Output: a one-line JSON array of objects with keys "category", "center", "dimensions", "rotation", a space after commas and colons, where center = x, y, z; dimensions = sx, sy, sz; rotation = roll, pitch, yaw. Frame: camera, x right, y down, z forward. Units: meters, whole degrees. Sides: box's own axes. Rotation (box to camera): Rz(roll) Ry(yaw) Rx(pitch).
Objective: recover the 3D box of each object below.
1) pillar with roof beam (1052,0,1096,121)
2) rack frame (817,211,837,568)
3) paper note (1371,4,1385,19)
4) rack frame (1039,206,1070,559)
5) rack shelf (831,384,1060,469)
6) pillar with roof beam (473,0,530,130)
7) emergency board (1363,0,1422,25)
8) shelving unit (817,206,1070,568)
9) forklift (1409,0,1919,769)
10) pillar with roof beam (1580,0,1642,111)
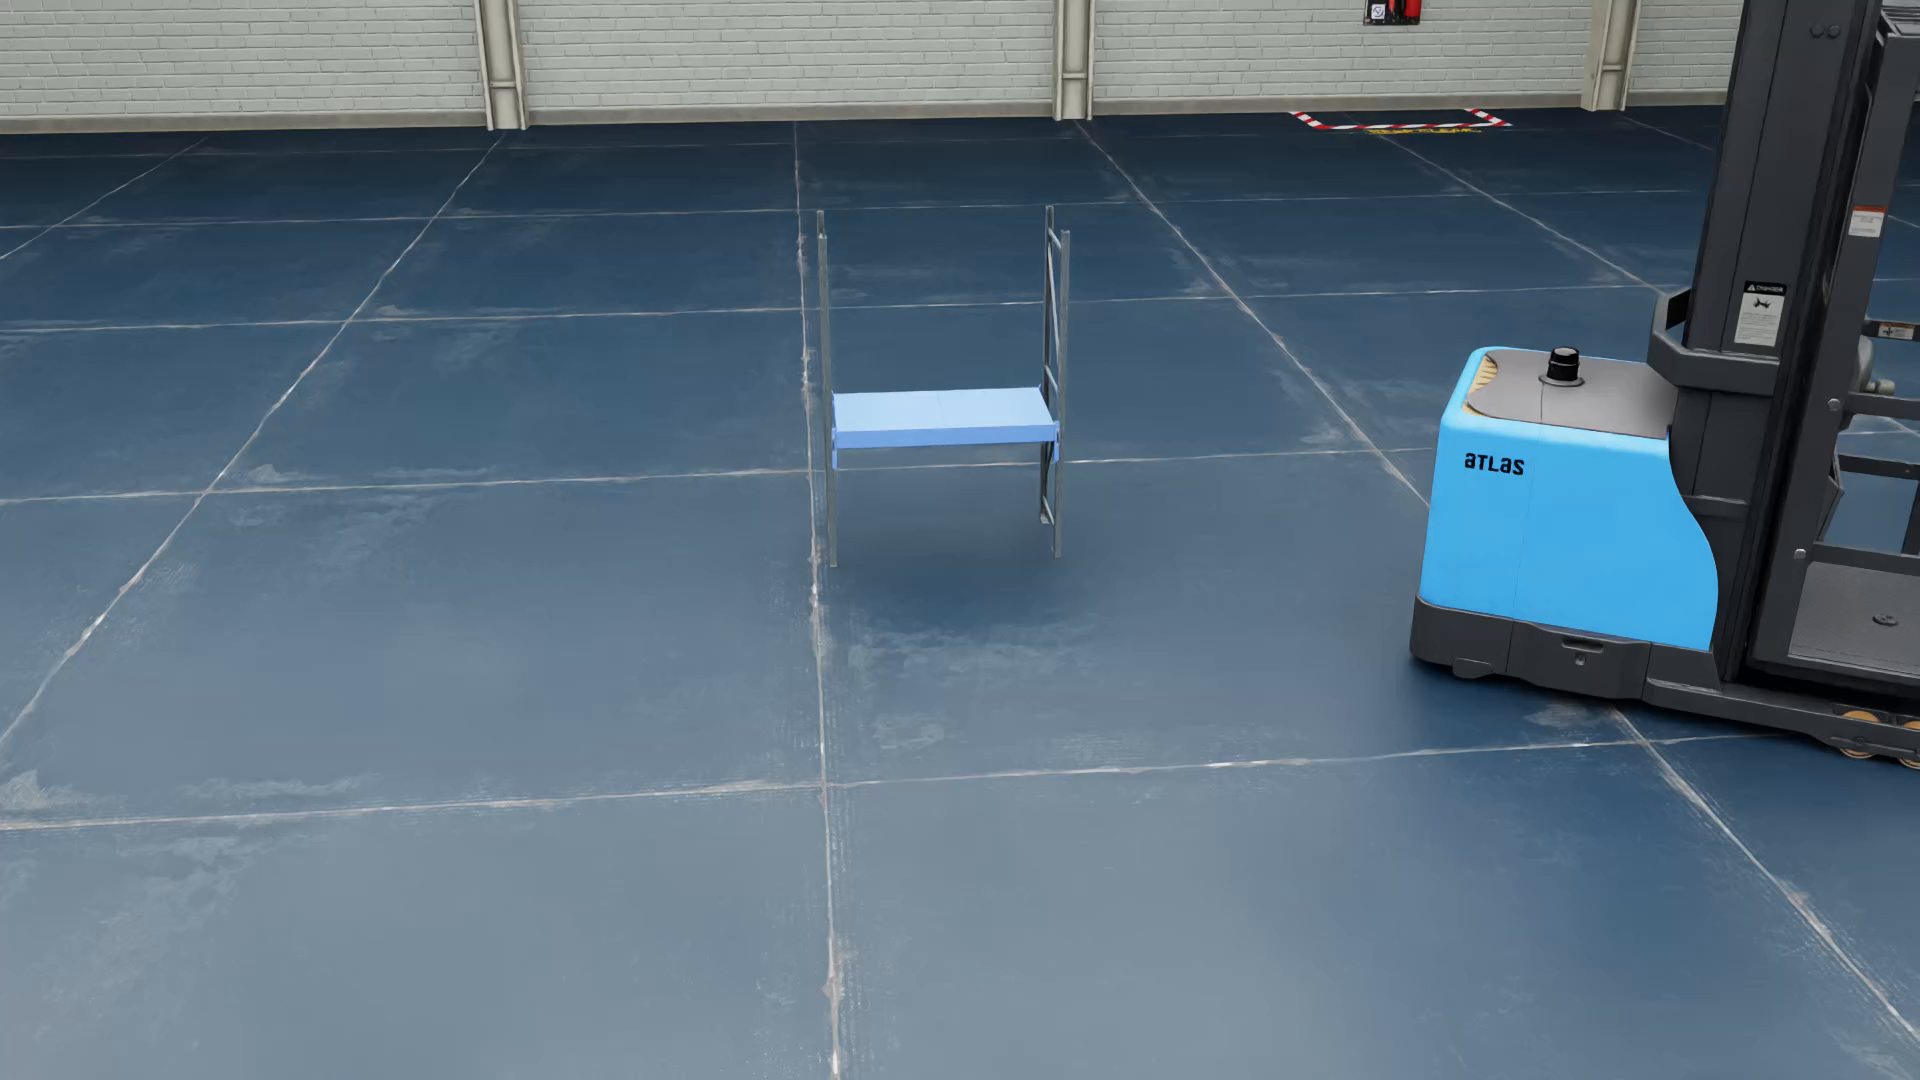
[{"category": "pillar with roof beam", "center": [1.638, -6.963, 12.336], "dimensions": [0.400, 9.000, 9.100], "rotation": [-2, 24, -5]}, {"category": "rack frame", "center": [-0.591, -0.662, 7.392], "dimensions": [0.032, 1.500, 0.500], "rotation": [-2, 24, -5]}, {"category": "paper note", "center": [4.540, -5.736, 18.047], "dimensions": [0.142, 0.148, 0.016], "rotation": [-2, 24, -5]}, {"category": "rack frame", "center": [0.421, -0.702, 7.483], "dimensions": [0.032, 1.500, 0.500], "rotation": [-2, 24, -5]}, {"category": "rack shelf", "center": [-0.085, -0.518, 7.511], "dimensions": [1.000, 0.185, 0.538], "rotation": [-2, 24, -5]}, {"category": "pillar with roof beam", "center": [-4.333, -6.723, 11.797], "dimensions": [0.400, 9.000, 9.100], "rotation": [-2, 24, -5]}, {"category": "emergency board", "center": [4.723, -6.118, 17.821], "dimensions": [0.643, 1.169, 0.194], "rotation": [-2, 24, -5]}, {"category": "shelving unit", "center": [-0.085, -0.682, 7.438], "dimensions": [1.048, 1.500, 0.538], "rotation": [-2, 24, -5]}, {"category": "forklift", "center": [3.348, -0.769, 5.872], "dimensions": [3.031, 2.935, 1.130], "rotation": [10, 26, 21]}, {"category": "pillar with roof beam", "center": [7.609, -7.203, 12.875], "dimensions": [0.400, 9.000, 9.100], "rotation": [-2, 24, -5]}]
